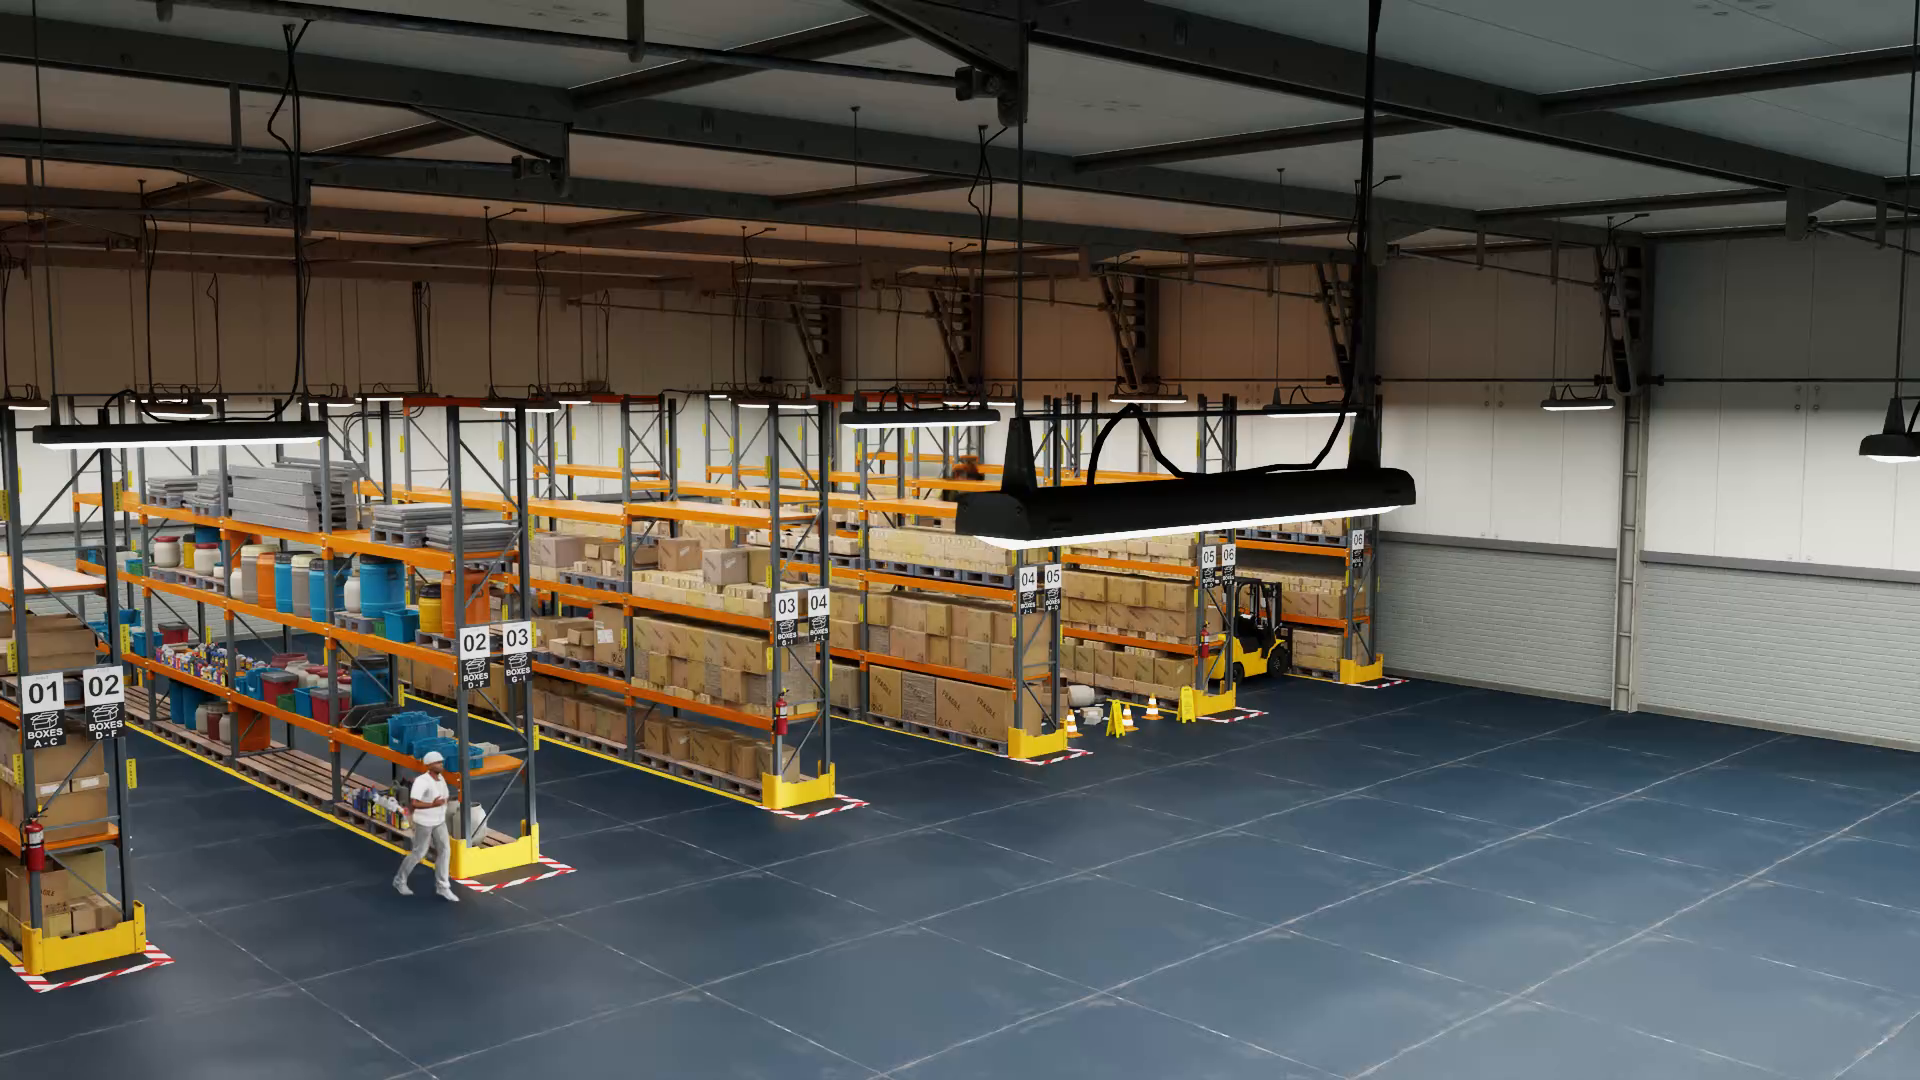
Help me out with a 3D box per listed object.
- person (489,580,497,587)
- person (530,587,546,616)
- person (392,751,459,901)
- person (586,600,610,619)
[{"bbox_3d":[-11.260,1.692,39.640,0.799,1.635,0.537,2,6,17],"label":"person"},{"bbox_3d":[-10.290,1.623,40.543,0.630,1.669,0.853,5,7,39],"label":"person"},{"bbox_3d":[-6.483,3.484,20.347,0.812,1.807,0.707,2,6,17],"label":"person"},{"bbox_3d":[-7.535,2.062,35.428,0.713,1.747,0.636,5,7,42],"label":"person"}]
